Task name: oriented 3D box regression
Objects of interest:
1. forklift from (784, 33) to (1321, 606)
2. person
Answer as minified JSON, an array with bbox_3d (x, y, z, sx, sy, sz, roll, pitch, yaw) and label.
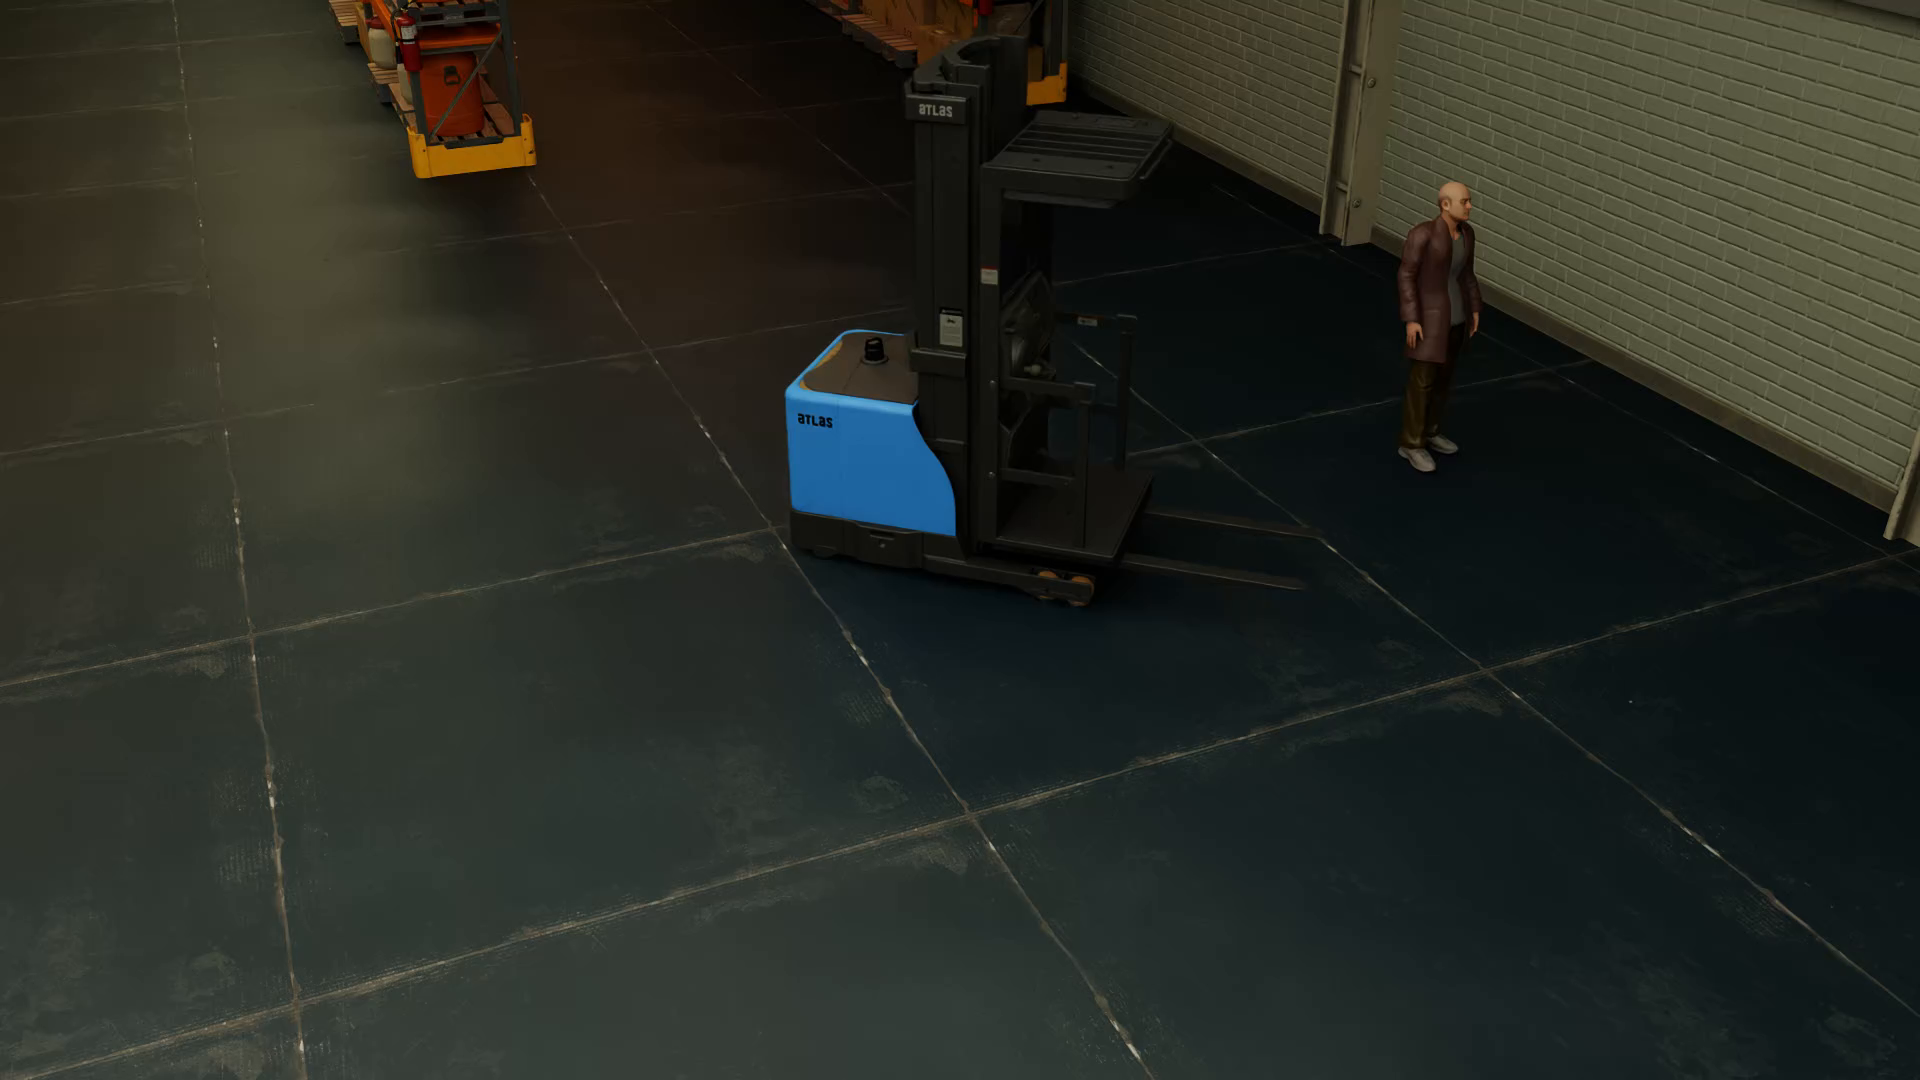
[{"bbox_3d":[0.562,-1.195,9.209,3.031,2.935,1.130,9,31,15],"label":"forklift"},{"bbox_3d":[3.150,-1.385,10.689,0.695,1.776,0.583,-17,34,-28],"label":"person"}]
